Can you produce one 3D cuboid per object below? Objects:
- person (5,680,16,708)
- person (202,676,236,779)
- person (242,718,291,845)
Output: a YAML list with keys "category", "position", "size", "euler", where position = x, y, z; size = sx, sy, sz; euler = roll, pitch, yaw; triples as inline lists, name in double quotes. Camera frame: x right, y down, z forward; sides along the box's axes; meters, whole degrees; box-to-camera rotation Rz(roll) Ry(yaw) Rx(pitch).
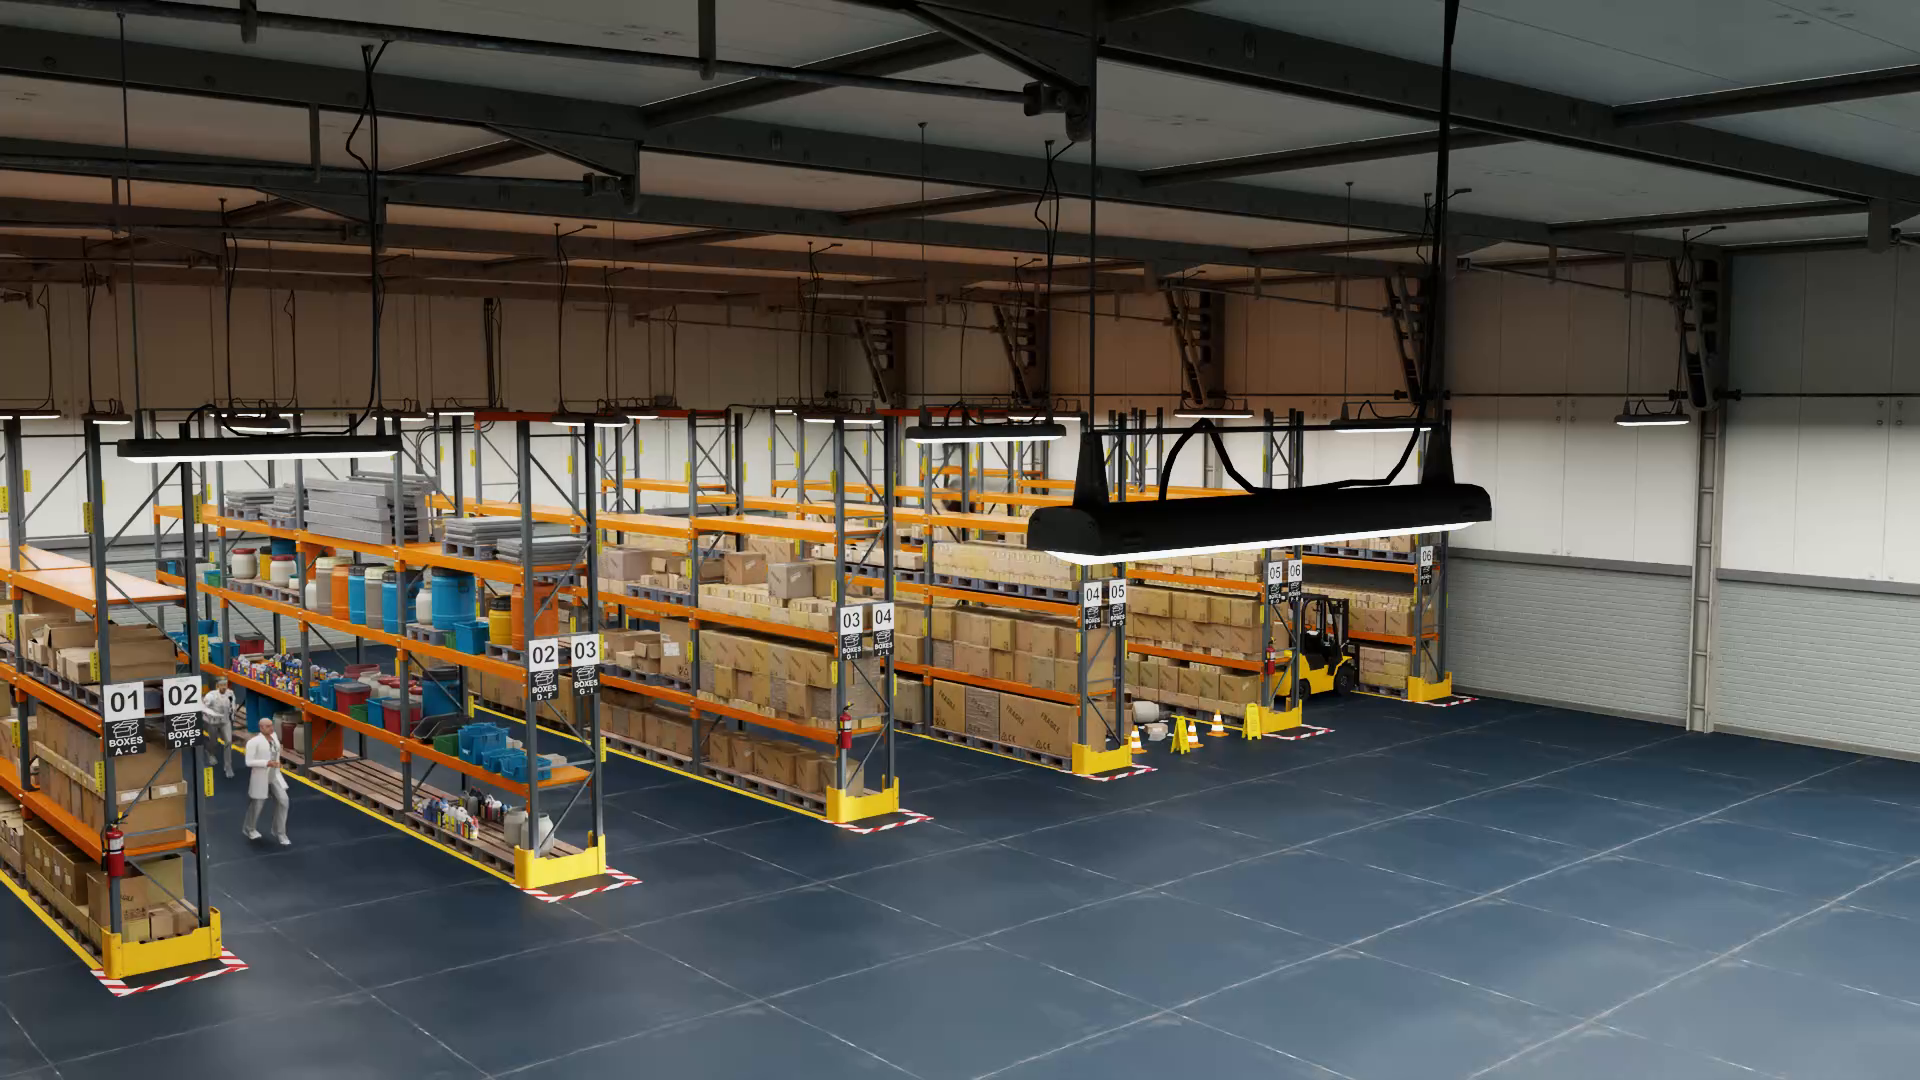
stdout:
- category: "person"
  position: [-17.254, 2.815, 30.371]
  size: [0.791, 1.694, 0.662]
  euler: [5, 7, 45]
- category: "person"
  position: [-12.371, 3.074, 27.742]
  size: [0.617, 1.687, 1.056]
  euler: [-4, 6, -39]
- category: "person"
  position: [-9.778, 3.399, 23.379]
  size: [0.908, 1.835, 0.640]
  euler: [3, 6, 34]
